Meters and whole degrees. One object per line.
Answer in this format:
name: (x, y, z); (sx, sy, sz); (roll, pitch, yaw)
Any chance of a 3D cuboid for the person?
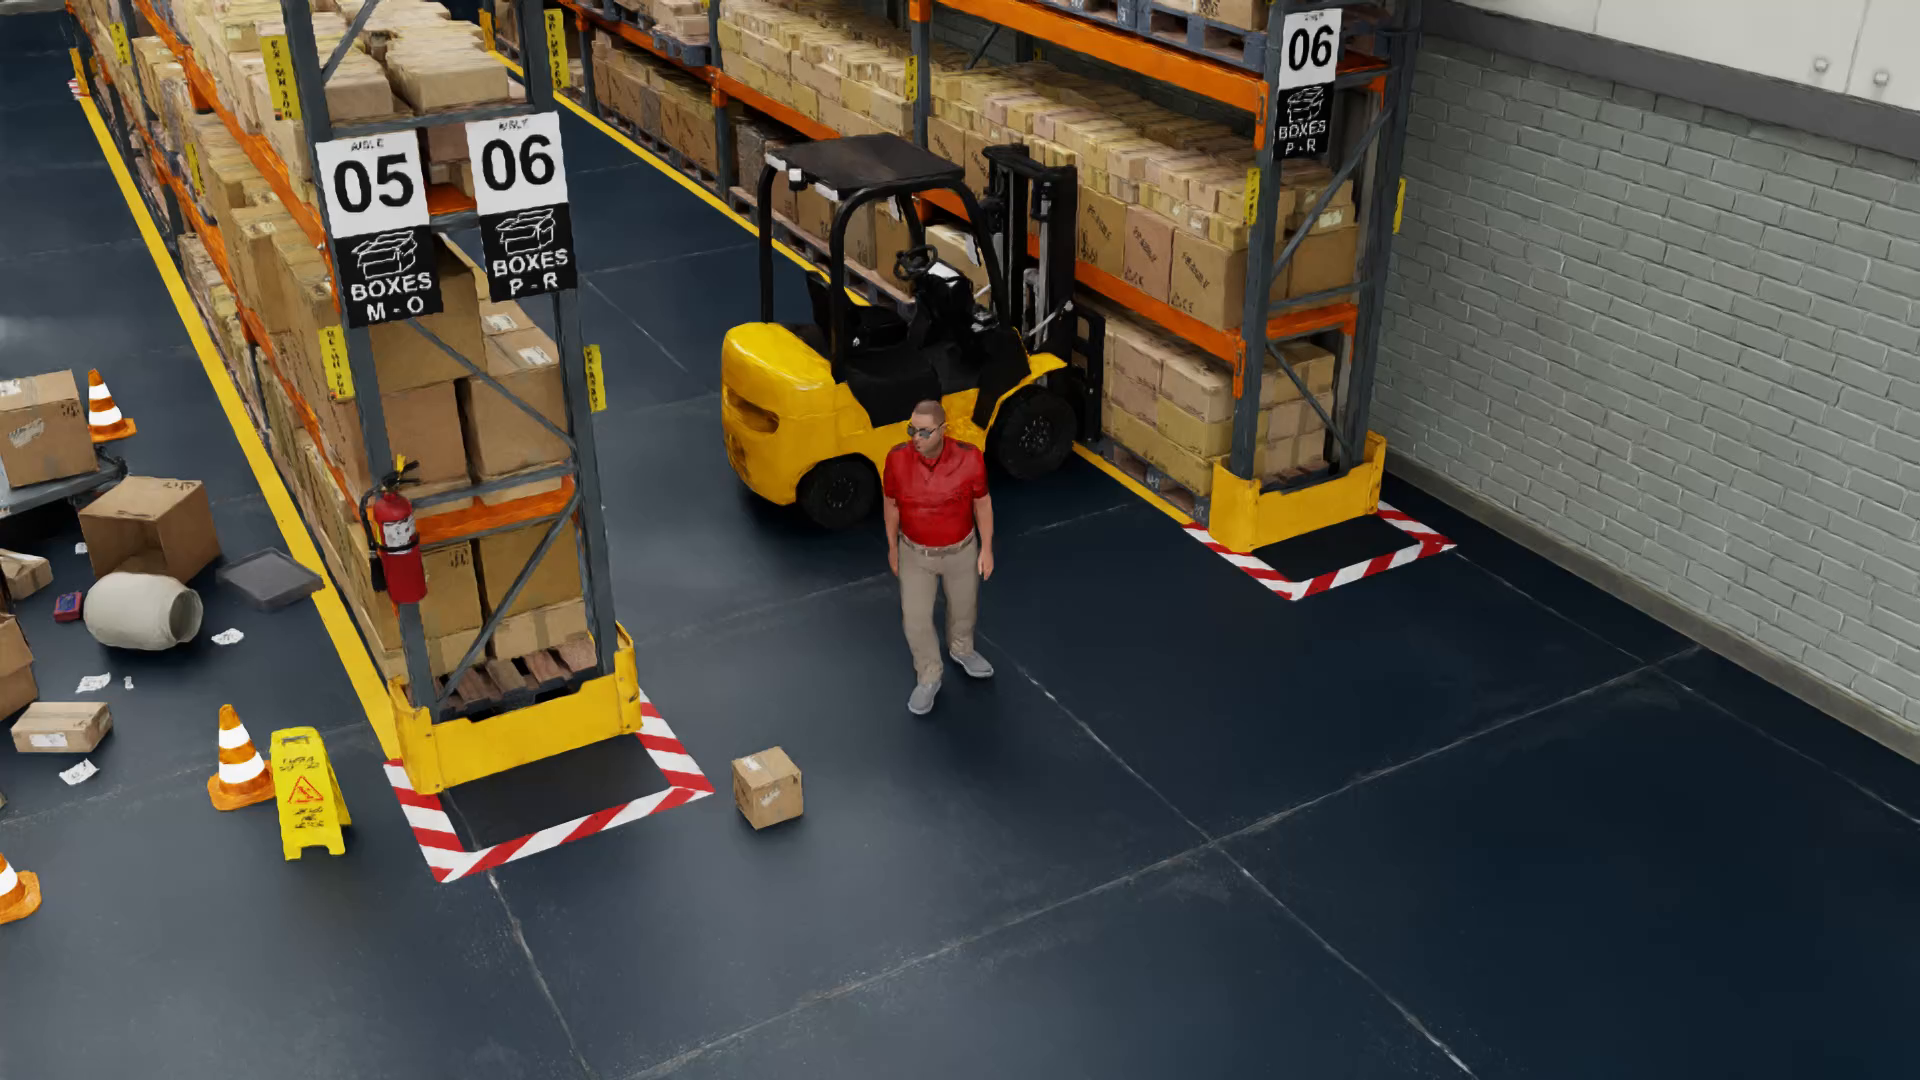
person: (-0.107, 0.032, 8.529); (0.567, 1.713, 0.584); (1, 29, 2)
